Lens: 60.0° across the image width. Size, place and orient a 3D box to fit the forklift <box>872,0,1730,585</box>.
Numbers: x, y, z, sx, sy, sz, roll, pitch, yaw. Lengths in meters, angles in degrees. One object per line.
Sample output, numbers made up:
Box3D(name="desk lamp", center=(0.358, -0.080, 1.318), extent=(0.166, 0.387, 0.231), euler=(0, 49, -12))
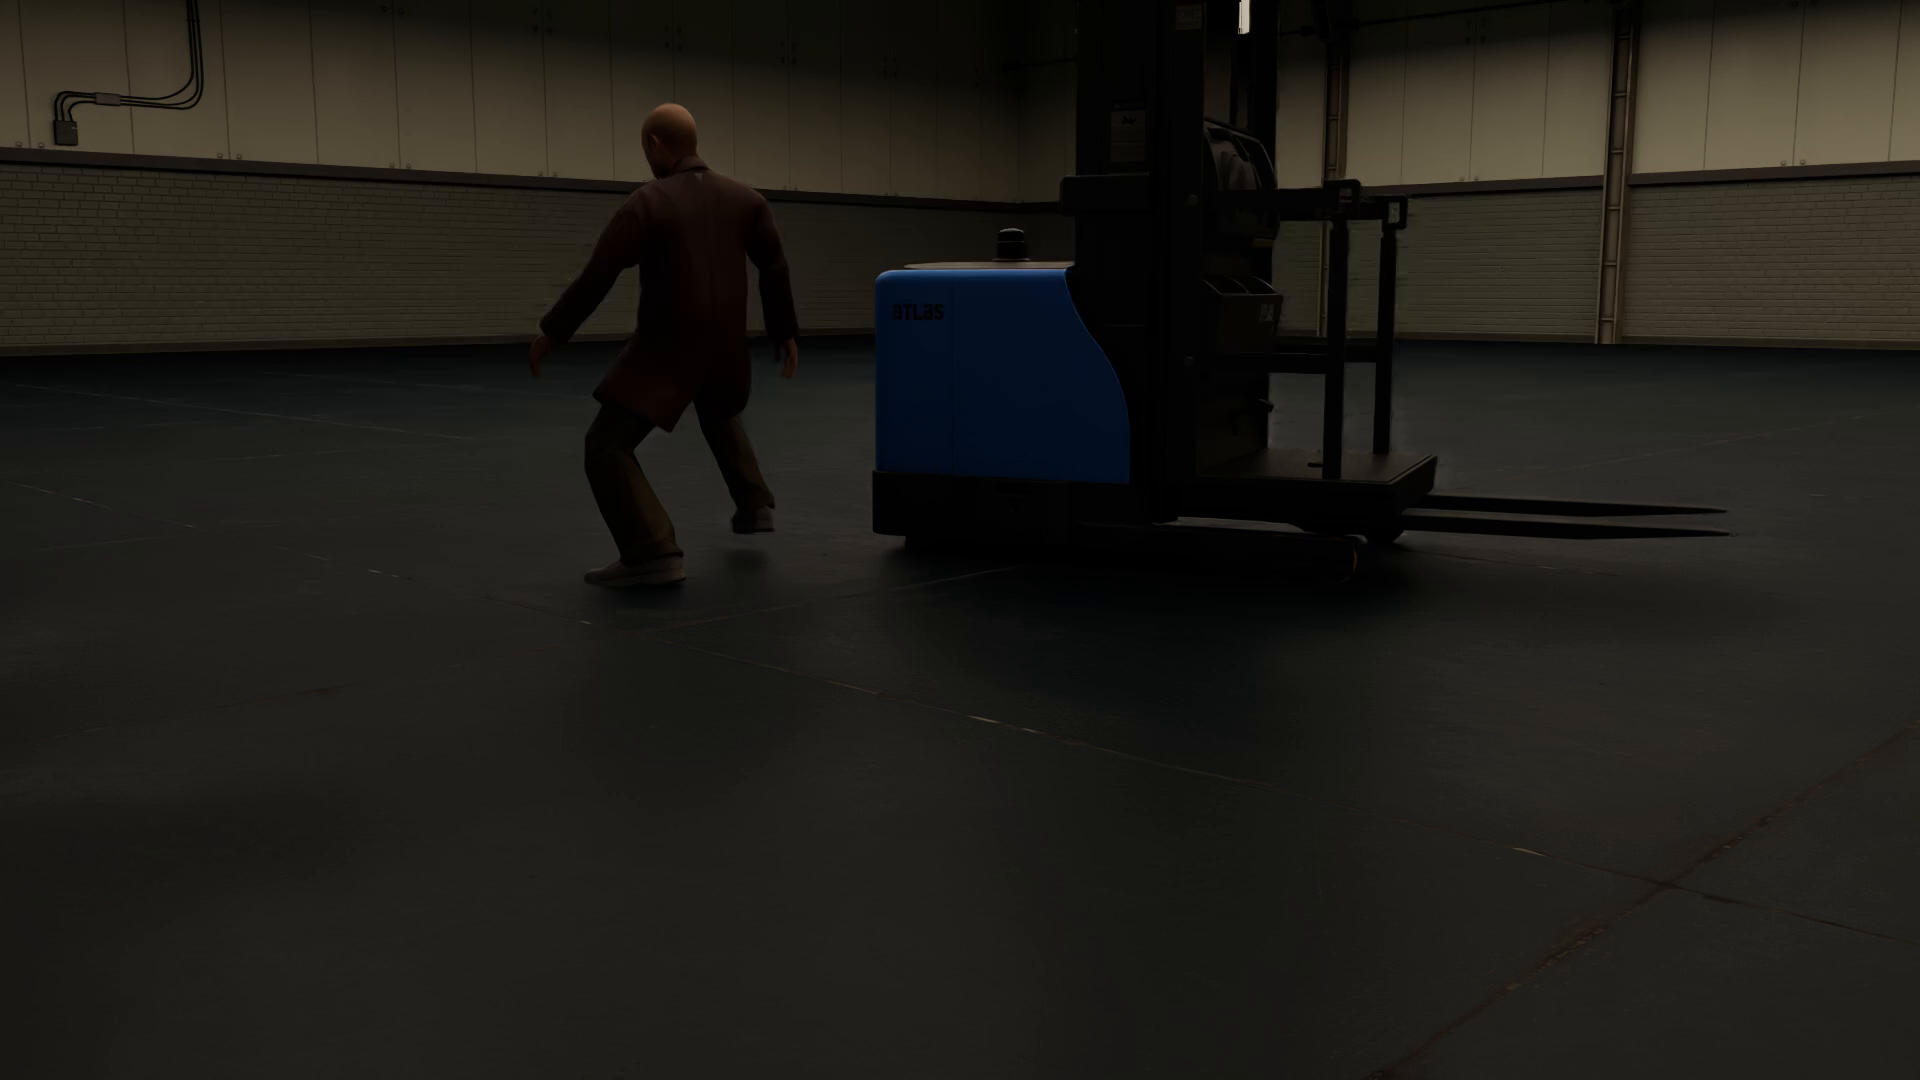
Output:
Box3D(name="forklift", center=(1.225, -1.385, 6.072), extent=(3.031, 2.935, 1.130), euler=(4, 9, 23))

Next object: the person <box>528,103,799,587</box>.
Box3D(name="person", center=(-0.996, -0.696, 5.906), extent=(0.991, 1.654, 0.656), euler=(-7, 11, -38))
